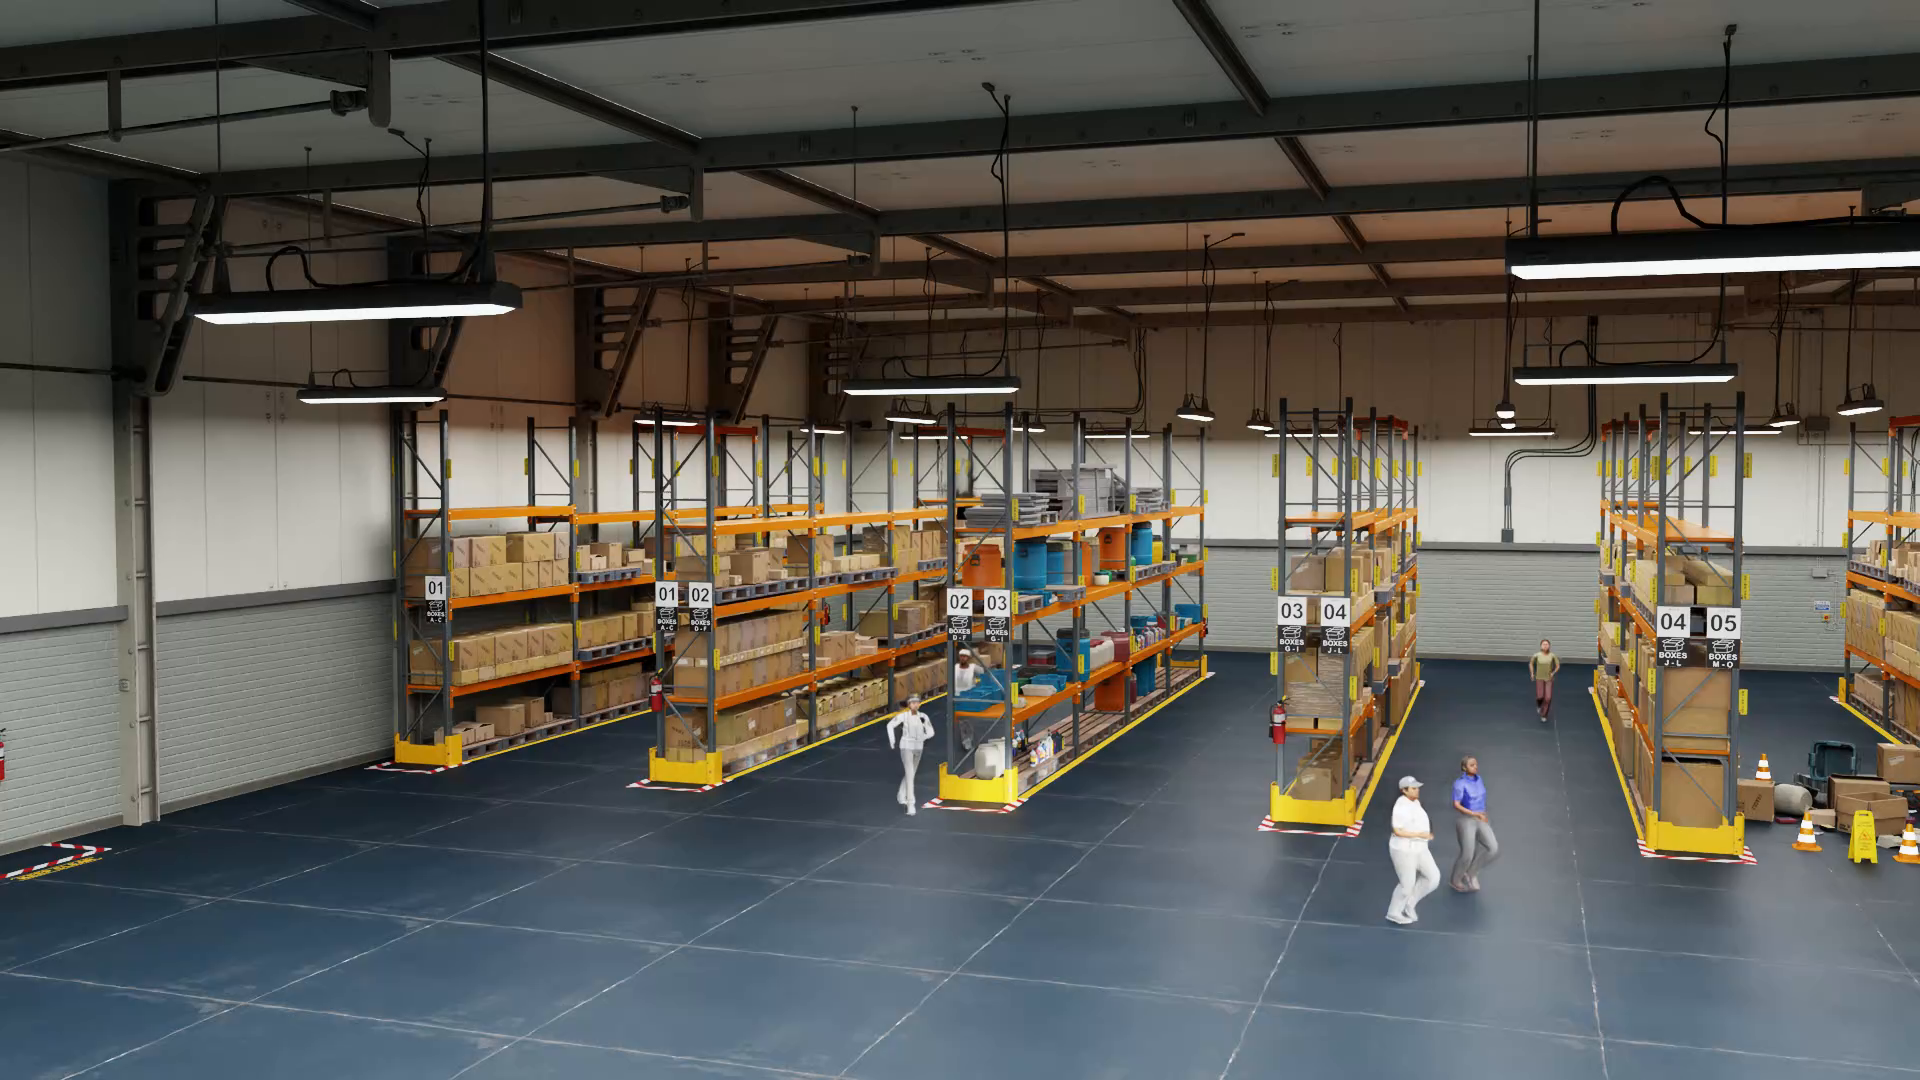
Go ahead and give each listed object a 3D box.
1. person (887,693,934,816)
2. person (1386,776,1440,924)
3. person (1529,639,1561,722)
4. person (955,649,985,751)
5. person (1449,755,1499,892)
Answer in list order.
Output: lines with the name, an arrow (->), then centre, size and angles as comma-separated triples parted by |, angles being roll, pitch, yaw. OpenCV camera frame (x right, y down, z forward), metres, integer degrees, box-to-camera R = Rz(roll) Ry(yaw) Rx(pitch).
person -> -0.698, 3.112, 24.385 | 0.646, 1.742, 0.793 | -1, 3, -28
person -> 4.972, 3.403, 18.183 | 0.605, 1.625, 0.582 | 2, 3, 45
person -> 11.607, 2.783, 33.007 | 0.587, 1.626, 0.551 | 1, 3, 17
person -> 0.067, 2.780, 29.624 | 0.659, 1.675, 0.674 | 1, 3, 20
person -> 6.047, 3.343, 19.592 | 0.579, 1.617, 0.595 | -1, 3, -30
